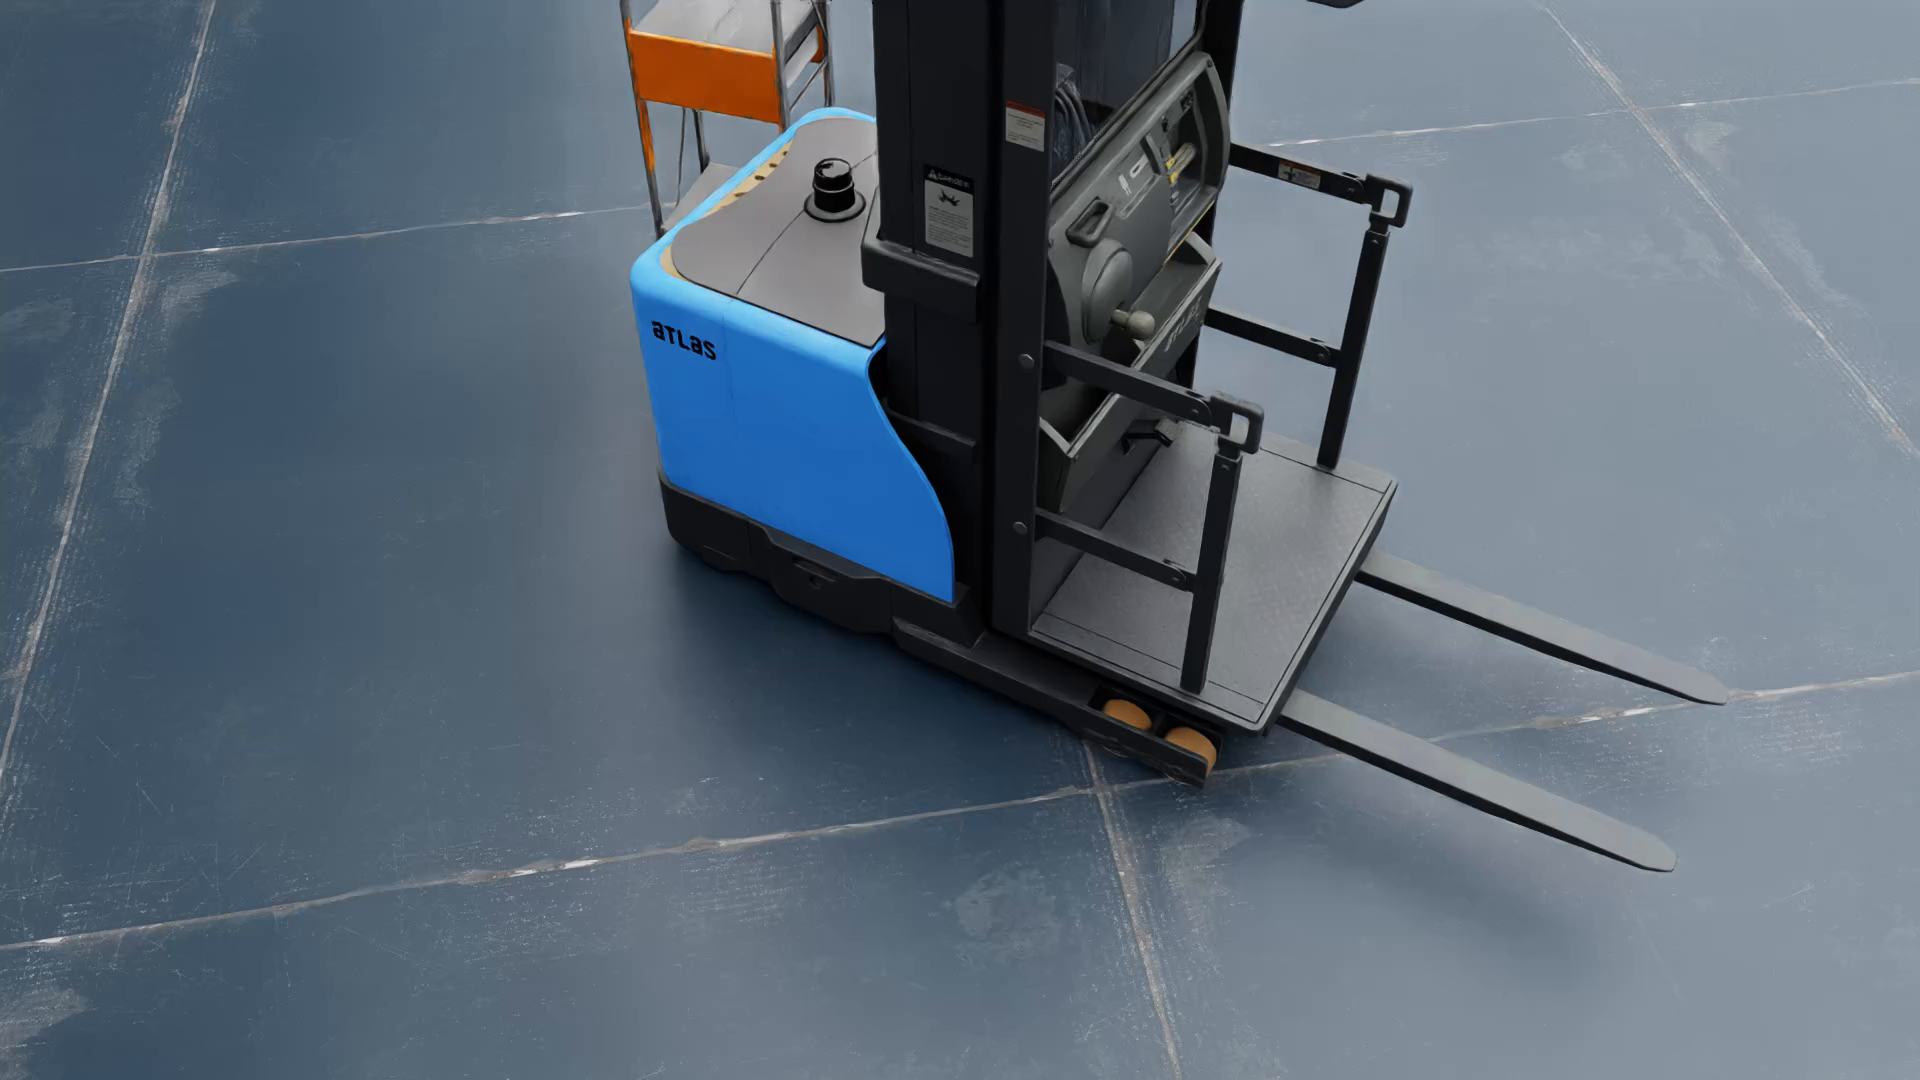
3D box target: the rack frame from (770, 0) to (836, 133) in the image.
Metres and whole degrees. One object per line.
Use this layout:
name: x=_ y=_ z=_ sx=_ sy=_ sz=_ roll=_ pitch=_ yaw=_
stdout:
rack frame: x=-0.472 y=-1.398 z=5.139 sx=0.015 sy=2.100 sz=0.400 roll=13 pitch=47 yaw=12

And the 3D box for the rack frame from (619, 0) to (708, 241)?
rack frame: x=-0.936 y=-1.507 z=5.244 sx=0.015 sy=2.100 sz=0.400 roll=13 pitch=47 yaw=12

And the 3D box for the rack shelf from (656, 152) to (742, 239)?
rack shelf: x=-0.704 y=-0.957 z=5.705 sx=0.480 sy=0.518 sz=0.431 roll=13 pitch=47 yaw=12

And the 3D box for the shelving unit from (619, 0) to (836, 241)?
shelving unit: x=-0.704 y=-1.453 z=5.191 sx=0.503 sy=2.100 sz=0.431 roll=13 pitch=47 yaw=12

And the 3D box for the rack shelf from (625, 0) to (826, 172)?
rack shelf: x=-0.704 y=-1.443 z=5.201 sx=0.480 sy=0.518 sz=0.431 roll=13 pitch=47 yaw=12

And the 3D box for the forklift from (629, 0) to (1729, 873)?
forklift: x=0.624 y=-0.782 z=3.968 sx=3.031 sy=2.935 sz=1.130 roll=22 pitch=50 yaw=20
